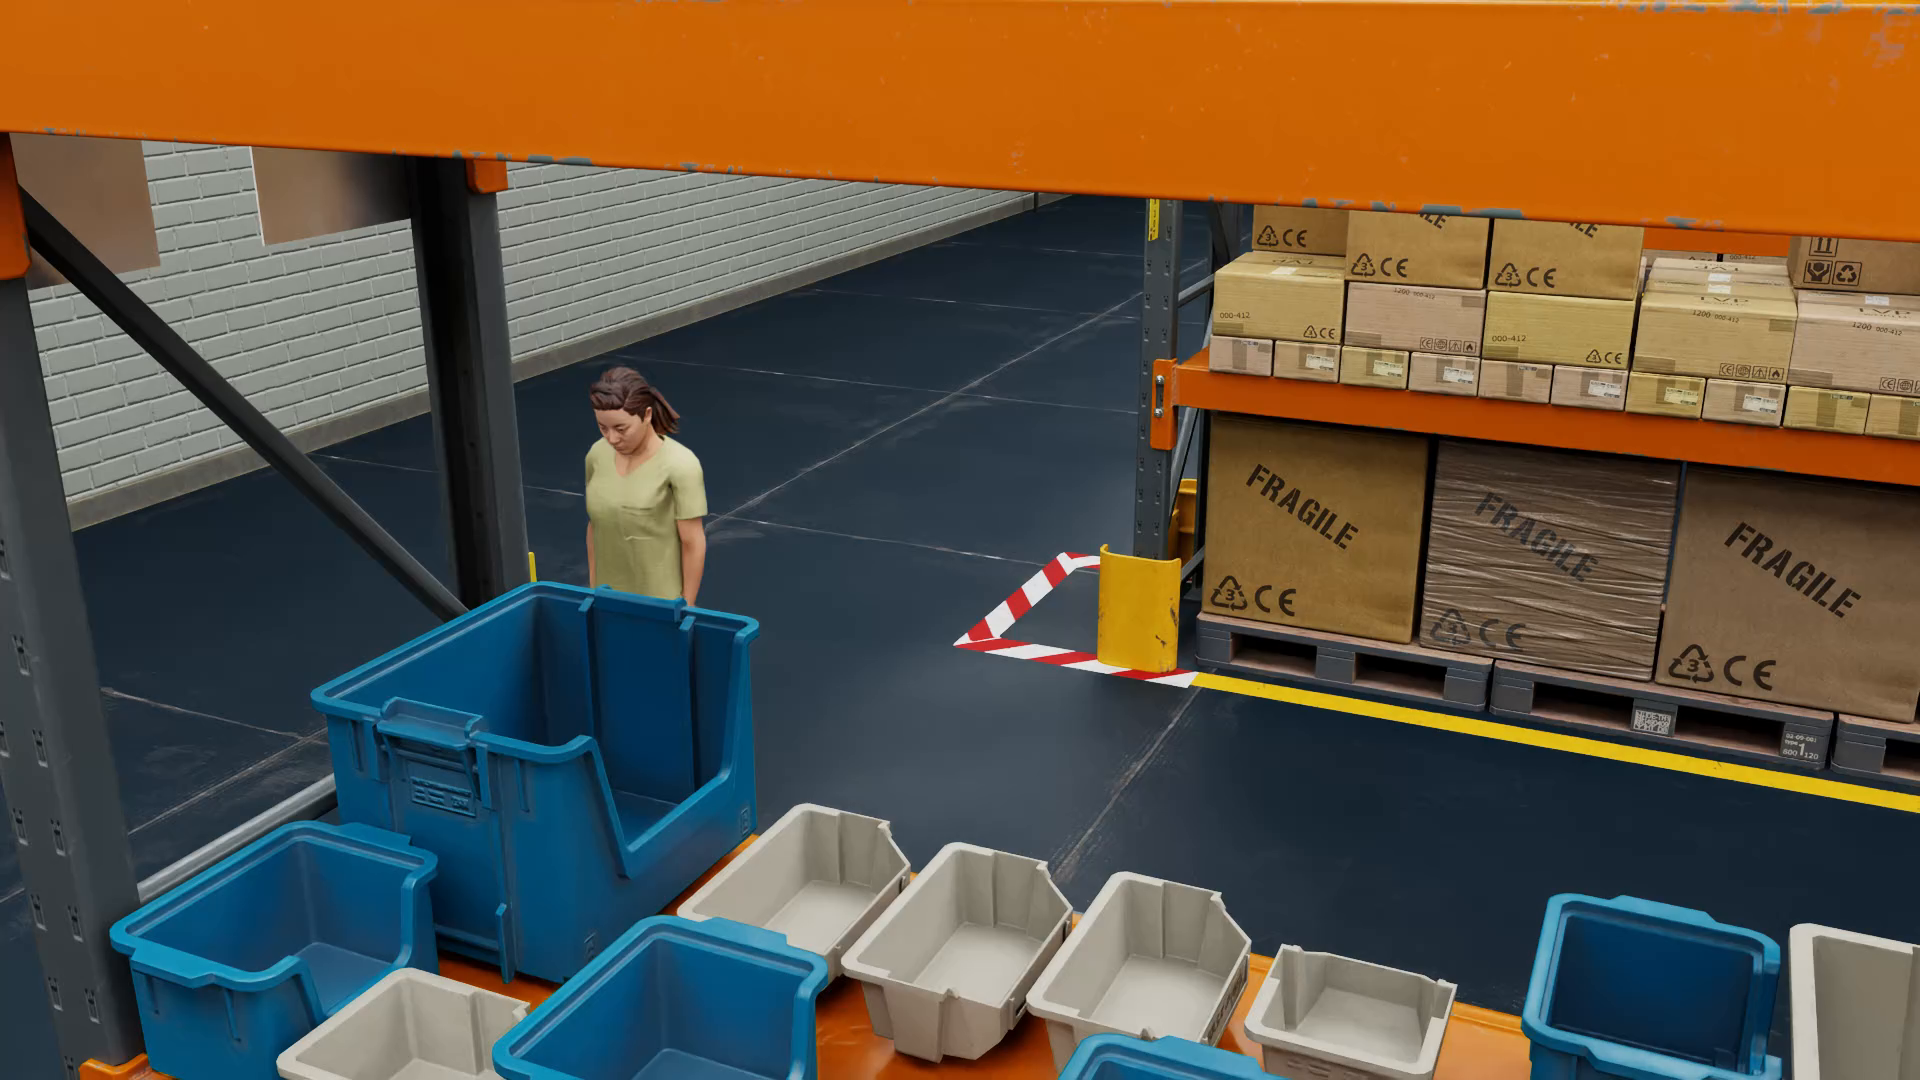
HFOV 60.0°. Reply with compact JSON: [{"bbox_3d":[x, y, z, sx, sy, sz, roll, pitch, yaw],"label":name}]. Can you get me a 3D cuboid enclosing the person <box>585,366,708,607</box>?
[{"bbox_3d":[-1.025,0.230,5.445,0.458,1.657,0.343,9,21,24],"label":"person"}]
